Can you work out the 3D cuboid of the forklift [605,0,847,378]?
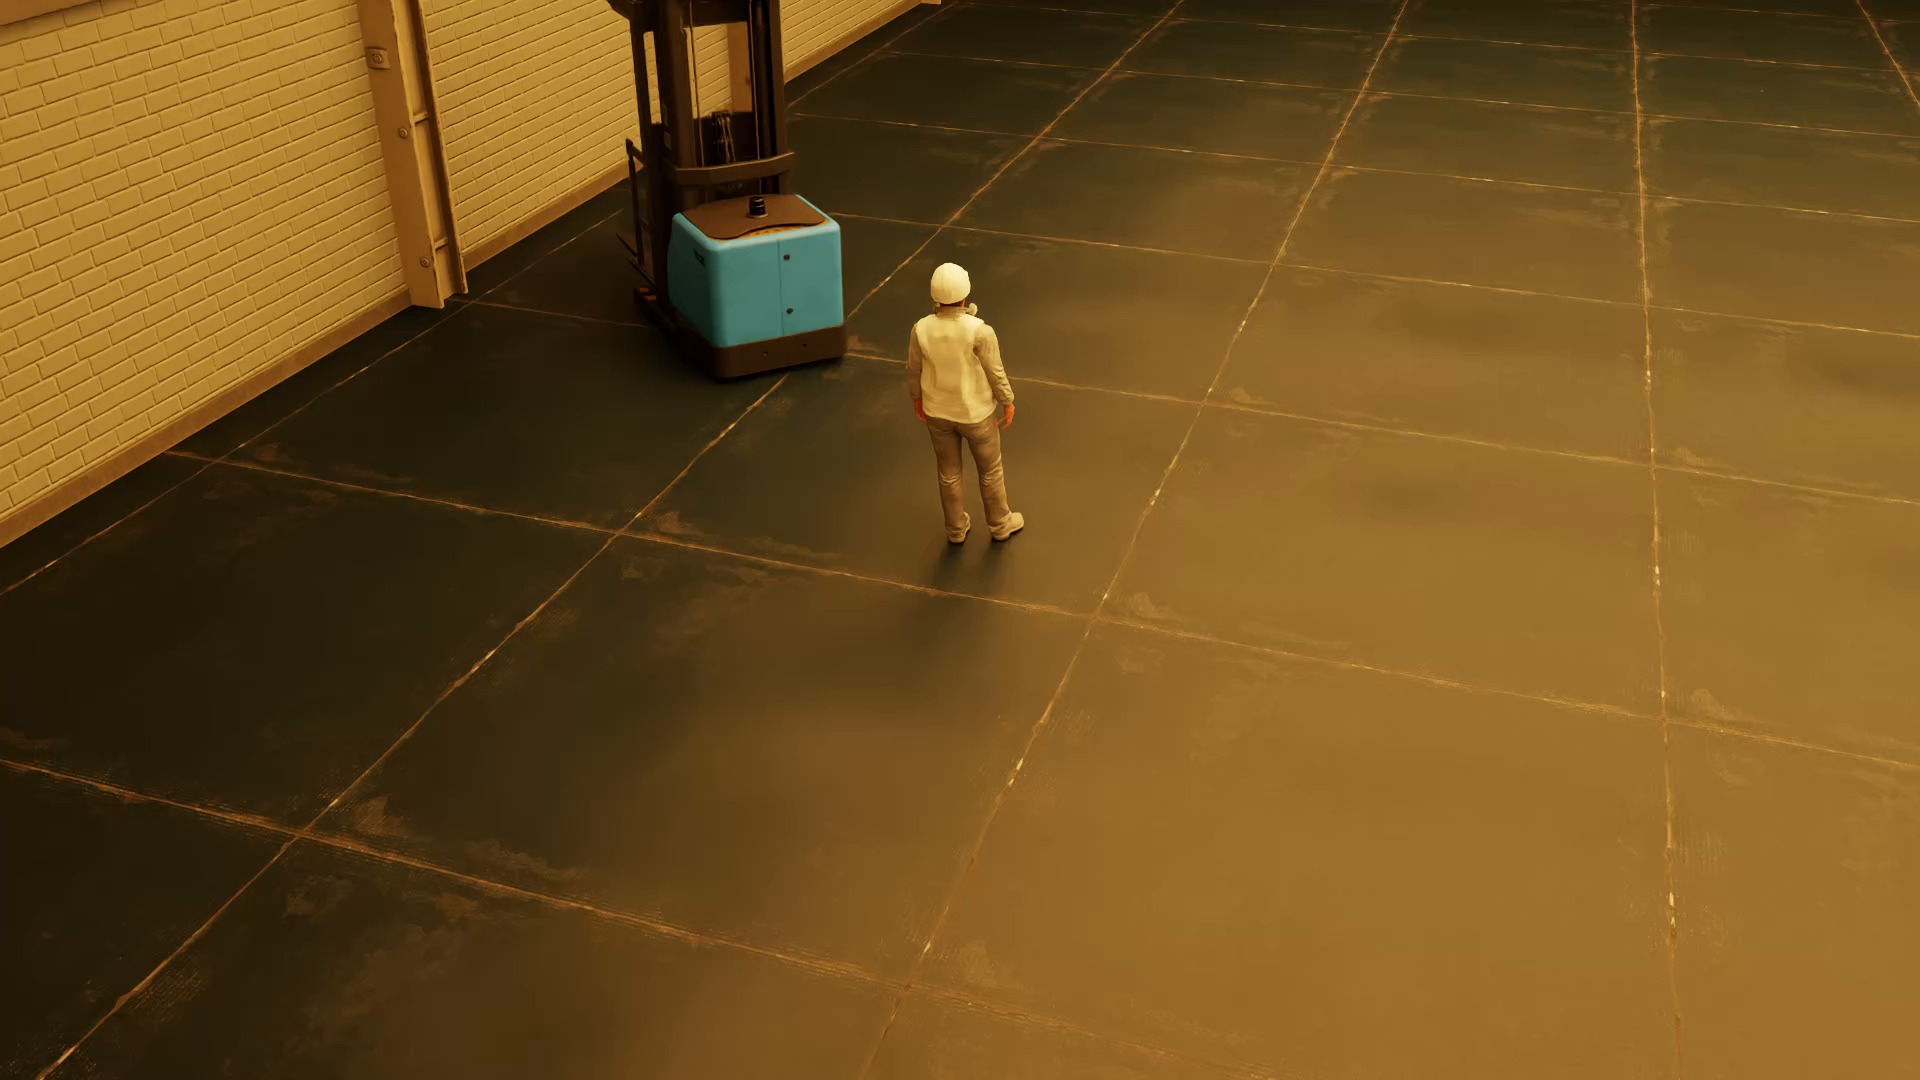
[{"bbox_3d":[-1.967,-3.144,12.652,1.130,2.935,3.031,-14,33,-23],"label":"forklift"}]

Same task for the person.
[{"bbox_3d":[0.027,-0.806,9.703,0.634,1.775,0.566,10,31,16],"label":"person"}]
